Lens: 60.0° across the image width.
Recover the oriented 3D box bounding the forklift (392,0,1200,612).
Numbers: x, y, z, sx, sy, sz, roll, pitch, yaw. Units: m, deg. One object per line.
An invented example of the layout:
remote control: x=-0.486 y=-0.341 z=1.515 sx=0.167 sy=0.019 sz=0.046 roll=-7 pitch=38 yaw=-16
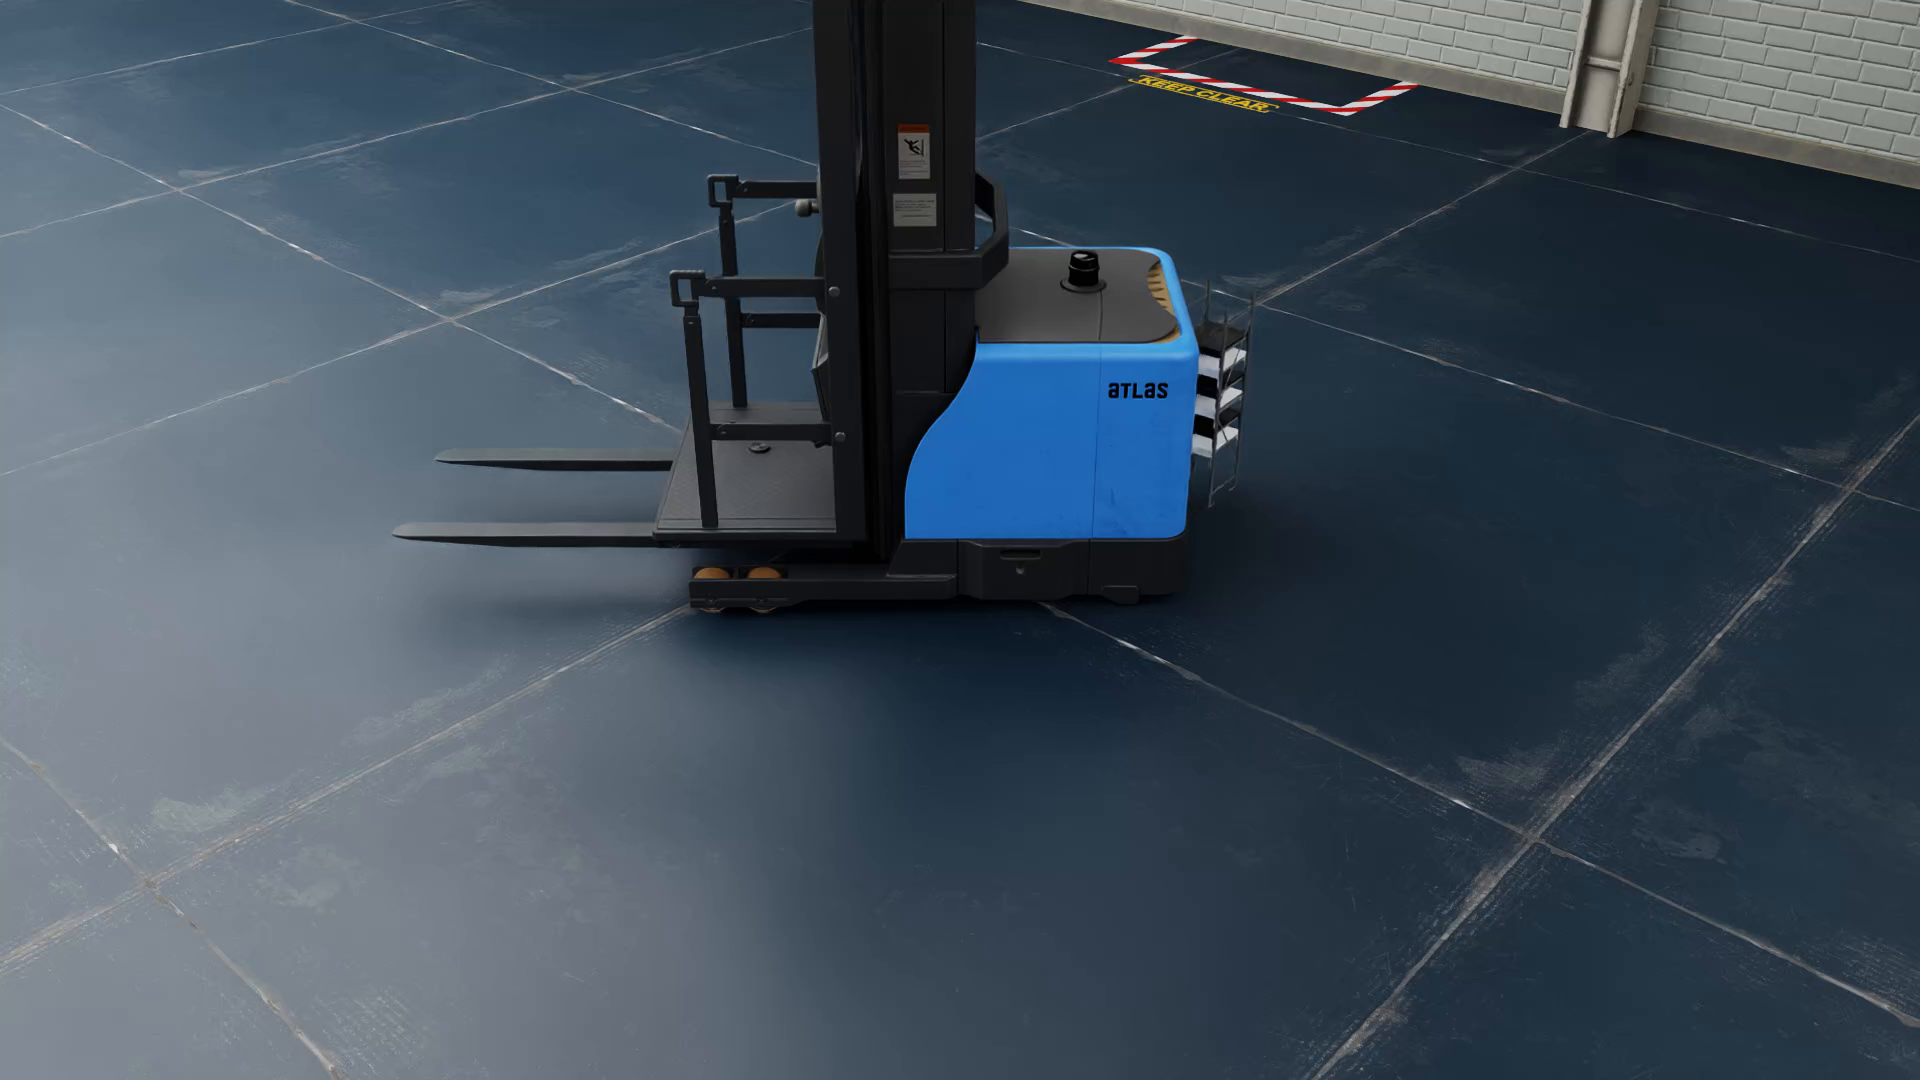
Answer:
forklift: x=-0.657 y=-1.257 z=5.996 sx=3.031 sy=2.935 sz=1.130 roll=0 pitch=31 yaw=0

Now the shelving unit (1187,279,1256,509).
shelving unit: x=1.030 y=-0.597 z=6.869 sx=0.210 sy=0.900 sz=0.258 roll=21 pitch=37 yaw=31

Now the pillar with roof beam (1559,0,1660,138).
pillar with roof beam: x=1.506 y=-5.061 z=6.432 sx=0.400 sy=9.000 sz=9.100 roll=25 pitch=39 yaw=35

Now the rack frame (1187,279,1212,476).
rack frame: x=0.949 y=-0.629 z=6.921 sx=0.006 sy=0.900 sz=0.240 roll=21 pitch=37 yaw=31

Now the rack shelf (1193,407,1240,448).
rack shelf: x=1.029 y=-0.491 z=6.932 sx=0.200 sy=0.077 sz=0.258 roll=21 pitch=37 yaw=31

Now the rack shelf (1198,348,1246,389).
rack shelf: x=1.030 y=-0.723 z=6.793 sx=0.200 sy=0.077 sz=0.258 roll=21 pitch=37 yaw=31

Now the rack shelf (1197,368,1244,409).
rack shelf: x=1.030 y=-0.646 z=6.839 sx=0.200 sy=0.077 sz=0.258 roll=21 pitch=37 yaw=31

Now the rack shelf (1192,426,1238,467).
rack shelf: x=1.029 y=-0.414 z=6.979 sx=0.200 sy=0.077 sz=0.258 roll=21 pitch=37 yaw=31

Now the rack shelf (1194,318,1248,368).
rack shelf: x=1.030 y=-0.800 z=6.747 sx=0.200 sy=0.077 sz=0.258 roll=21 pitch=37 yaw=31

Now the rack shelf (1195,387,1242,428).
rack shelf: x=1.030 y=-0.568 z=6.886 sx=0.200 sy=0.077 sz=0.258 roll=21 pitch=37 yaw=31

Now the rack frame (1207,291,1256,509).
rack frame: x=1.111 y=-0.565 z=6.816 sx=0.006 sy=0.900 sz=0.240 roll=21 pitch=37 yaw=31
